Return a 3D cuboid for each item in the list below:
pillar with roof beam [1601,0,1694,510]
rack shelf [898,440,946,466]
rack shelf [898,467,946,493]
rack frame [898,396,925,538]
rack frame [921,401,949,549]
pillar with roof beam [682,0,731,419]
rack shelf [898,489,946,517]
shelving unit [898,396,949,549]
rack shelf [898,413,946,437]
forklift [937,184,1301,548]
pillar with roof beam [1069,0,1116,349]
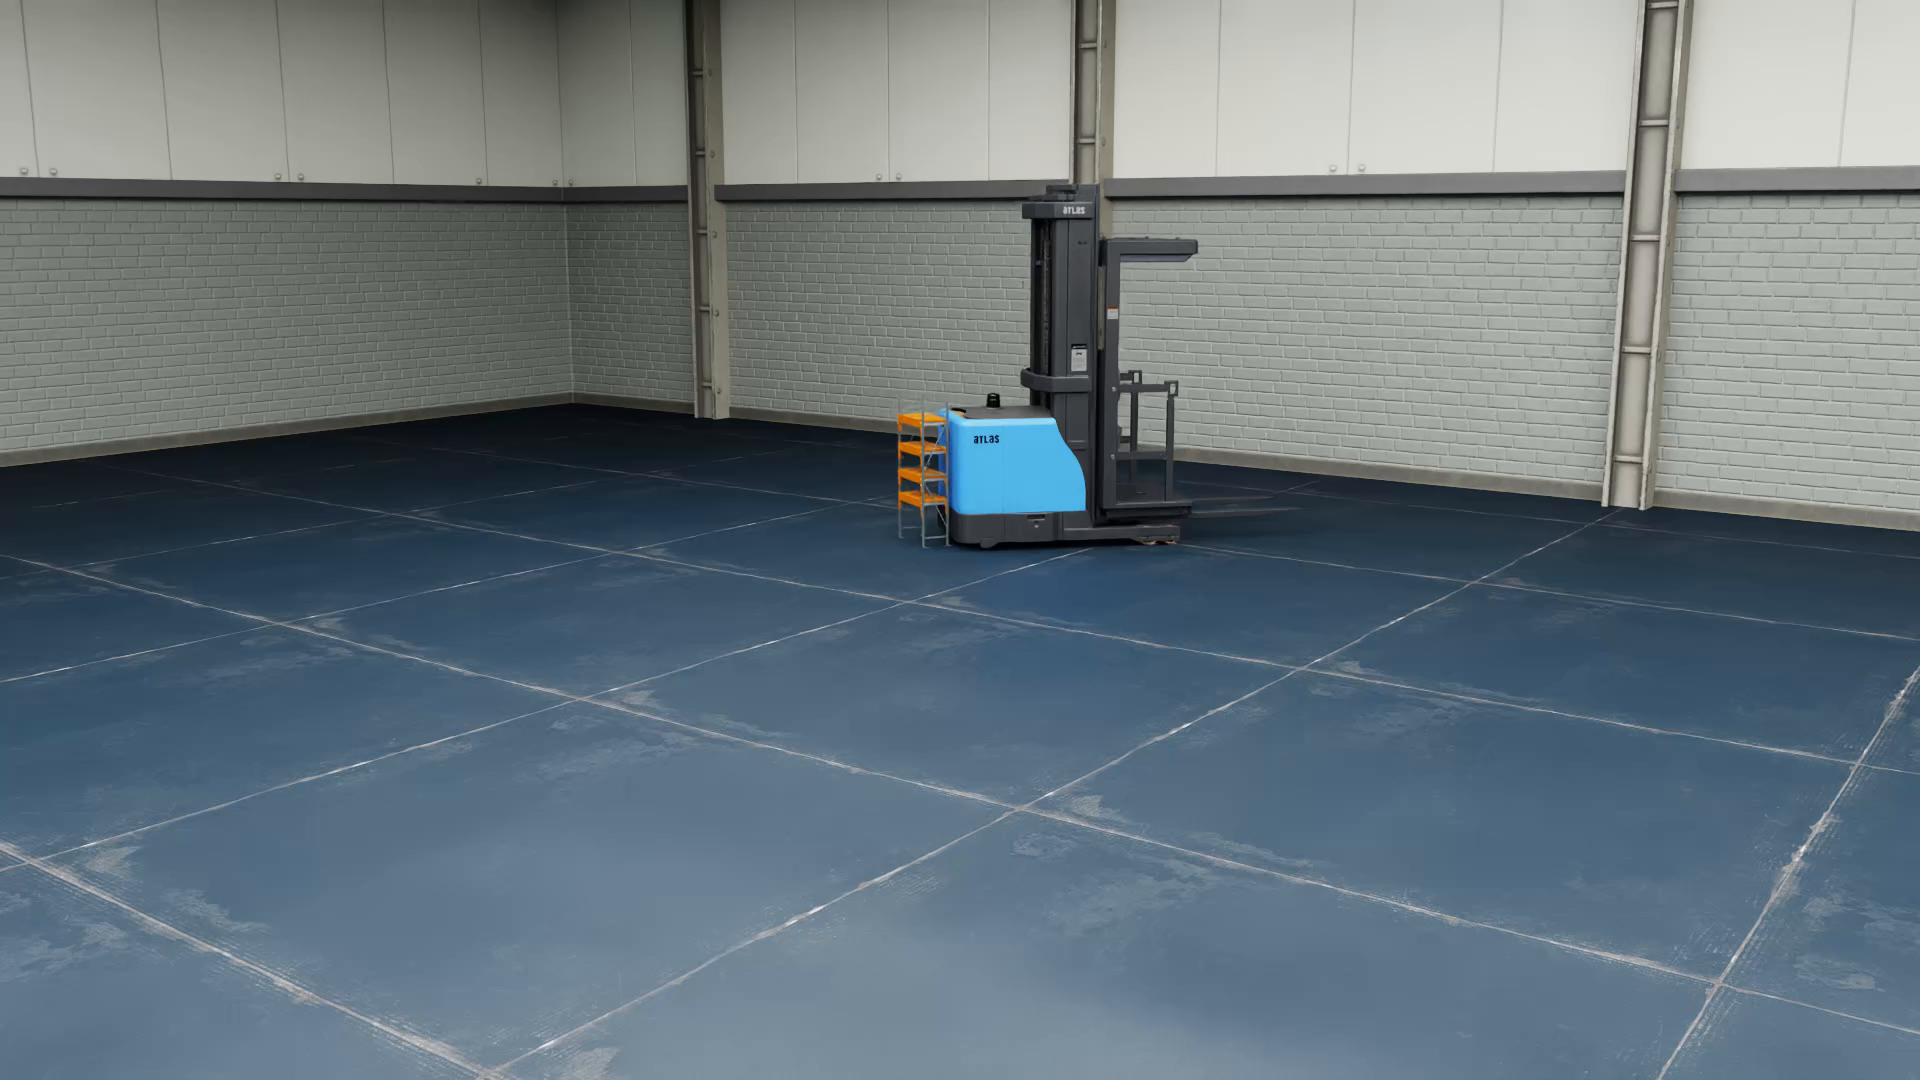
[{"bbox_3d":[3.752,-4.082,11.438,0.400,9.000,9.100,8,13,36],"label":"pillar with roof beam"},{"bbox_3d":[-0.304,-0.725,13.796,0.258,0.148,0.480,-5,12,-24],"label":"rack shelf"},{"bbox_3d":[-0.304,-0.506,13.838,0.258,0.148,0.480,-5,12,-24],"label":"rack shelf"},{"bbox_3d":[-0.407,-0.614,14.043,0.240,1.200,0.015,-5,12,-24],"label":"rack frame"},{"bbox_3d":[-0.201,-0.530,13.608,0.240,1.200,0.015,-5,12,-24],"label":"rack frame"},{"bbox_3d":[-5.920,-5.431,18.411,0.400,9.000,9.100,8,13,36],"label":"pillar with roof beam"},{"bbox_3d":[-0.304,-0.311,13.876,0.258,0.148,0.480,-5,12,-24],"label":"rack shelf"},{"bbox_3d":[-0.304,-0.572,13.825,0.258,1.200,0.503,-5,12,-24],"label":"shelving unit"},{"bbox_3d":[-0.304,-0.957,13.751,0.258,0.148,0.480,-5,12,-24],"label":"rack shelf"},{"bbox_3d":[1.372,-1.489,14.010,3.031,2.935,1.130,-2,11,-11],"label":"forklift"},{"bbox_3d":[-1.084,-4.757,14.925,0.400,9.000,9.100,8,13,36],"label":"pillar with roof beam"}]
